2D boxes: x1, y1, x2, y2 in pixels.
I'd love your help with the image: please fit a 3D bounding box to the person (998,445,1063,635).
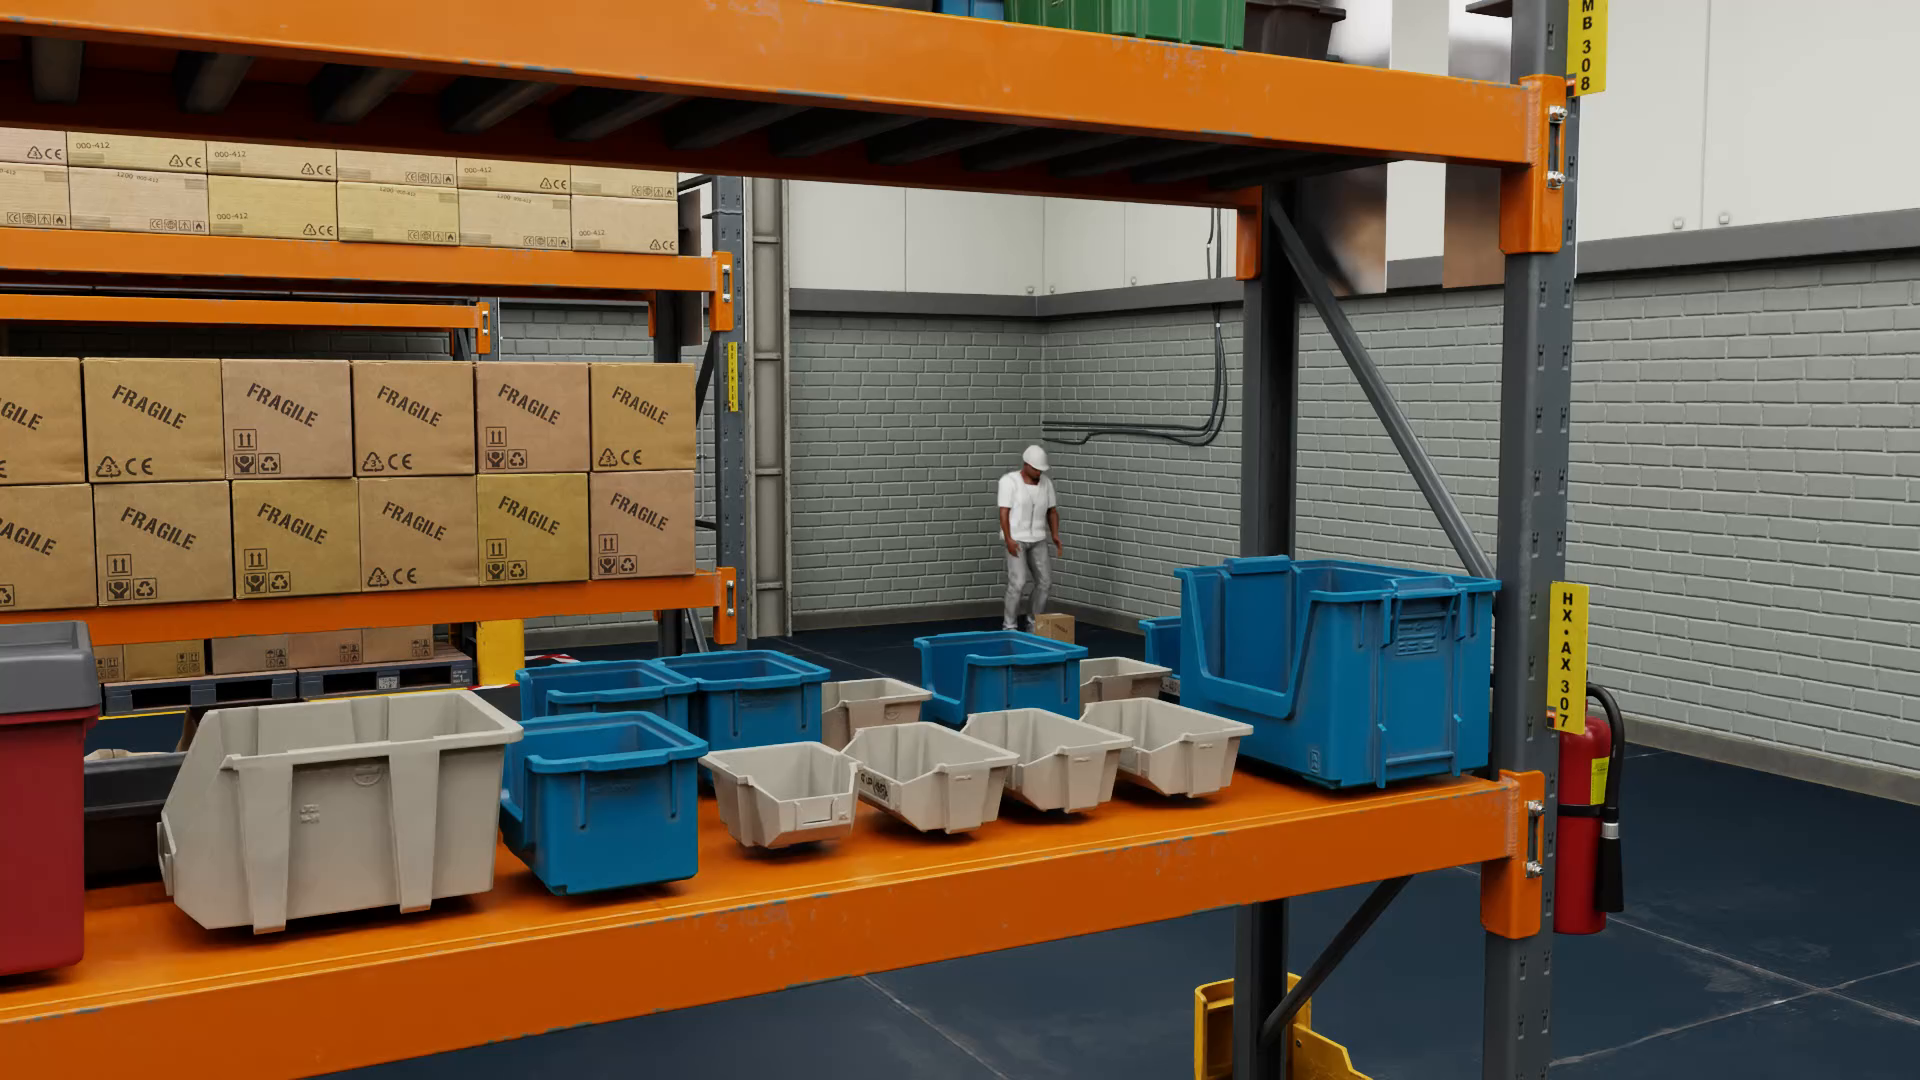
[{"bbox_3d":[0.617,0.015,14.745,0.591,1.717,0.453,-3,6,-27],"label":"person"}]
